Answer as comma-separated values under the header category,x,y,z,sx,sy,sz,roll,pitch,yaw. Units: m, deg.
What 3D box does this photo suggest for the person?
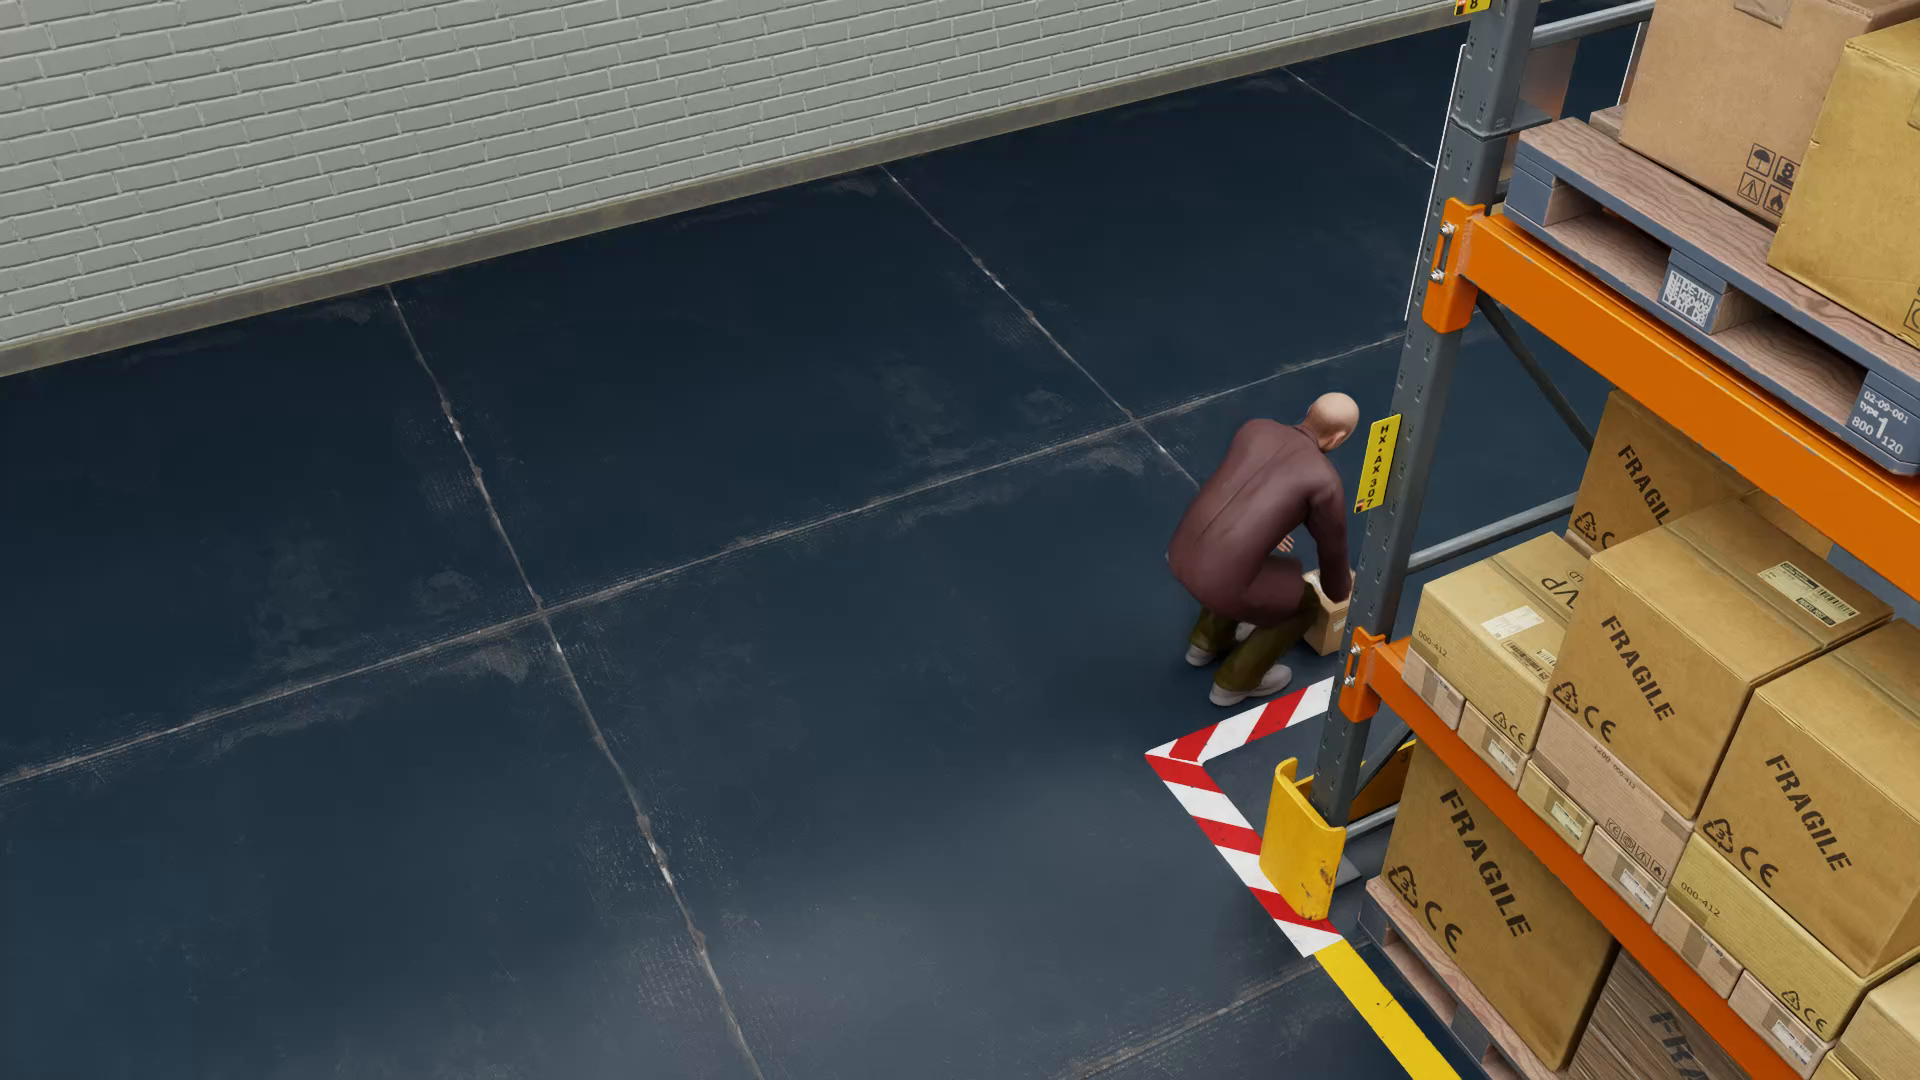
category,x,y,z,sx,sy,sz,roll,pitch,yaw
person,1.169,0.036,6.553,0.803,1.226,0.631,-19,44,-20
